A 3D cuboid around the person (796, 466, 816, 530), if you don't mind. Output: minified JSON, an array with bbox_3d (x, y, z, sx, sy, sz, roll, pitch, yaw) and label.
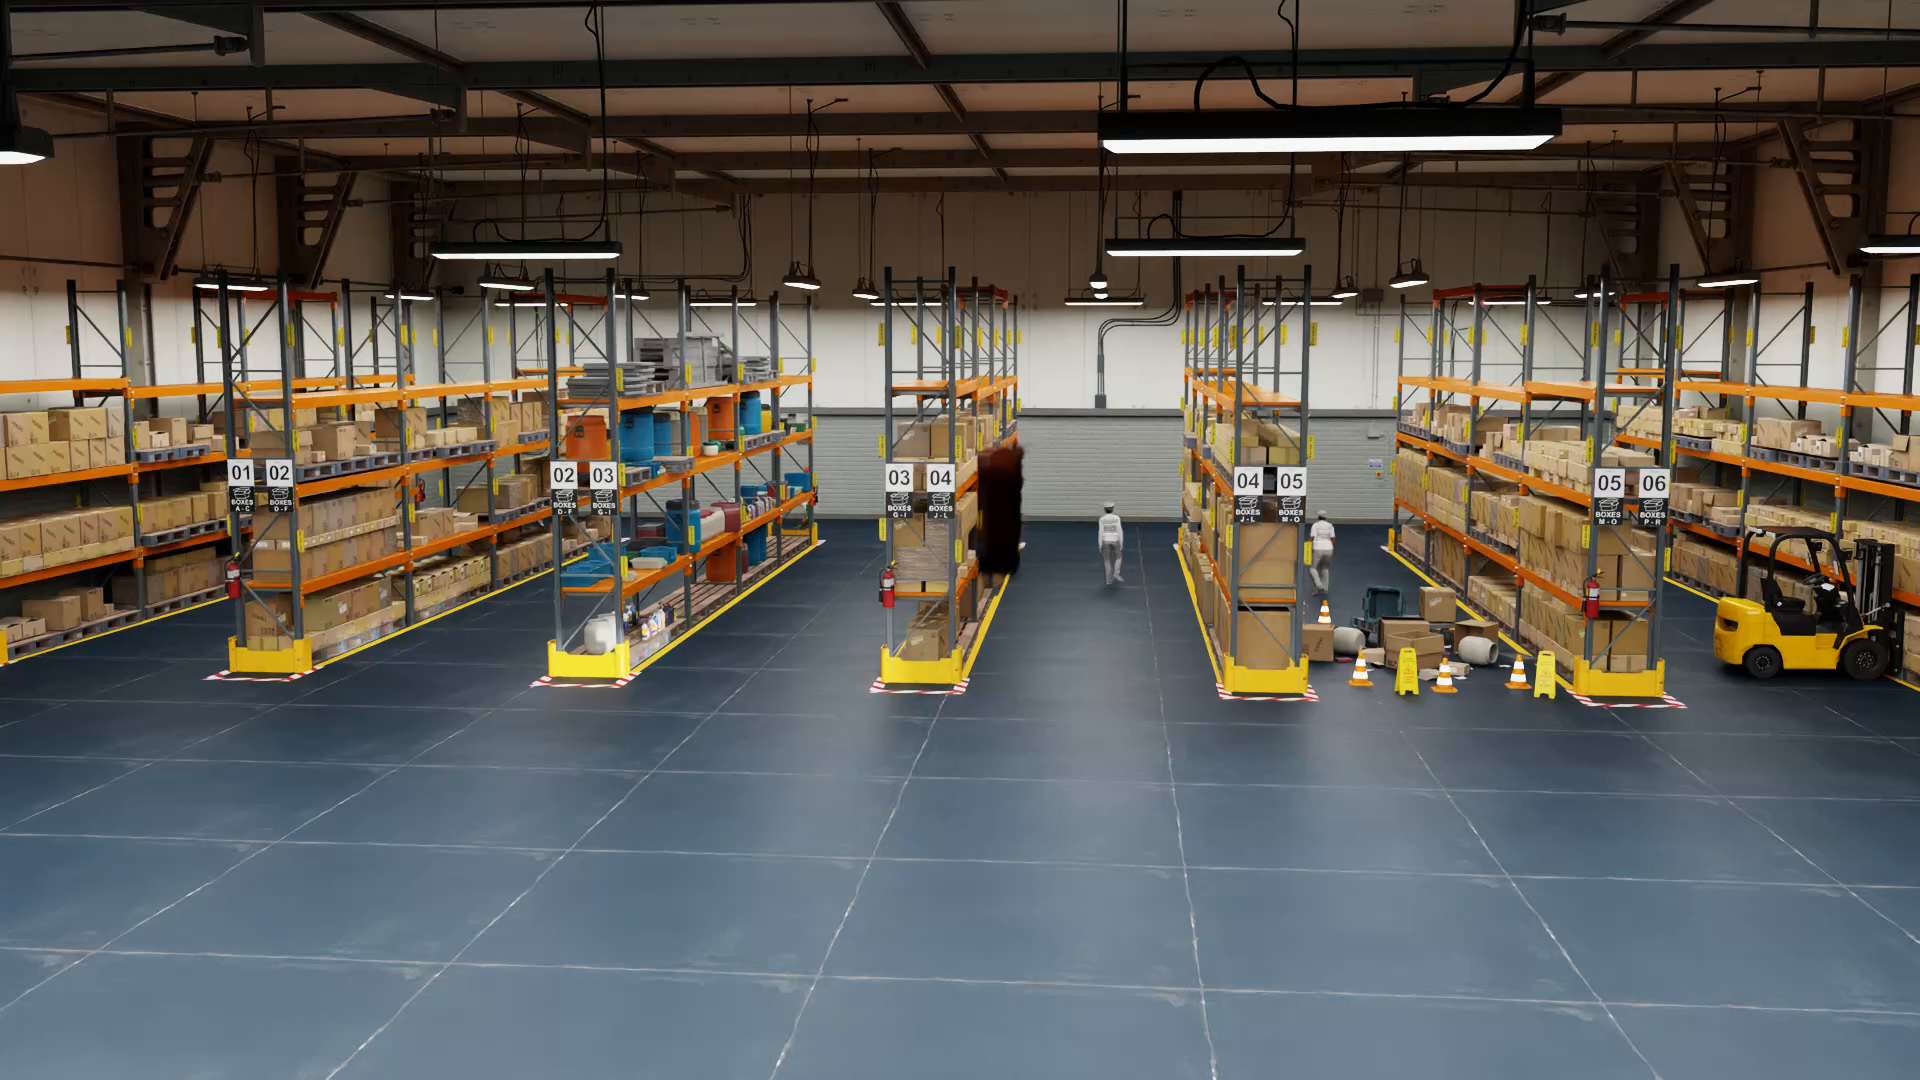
[{"bbox_3d":[-3.845,-0.952,41.591,0.509,1.788,0.574,1,7,5],"label":"person"}]

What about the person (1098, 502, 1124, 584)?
[{"bbox_3d":[3.070,0.076,33.744,0.528,1.674,0.485,0,7,1],"label":"person"}]

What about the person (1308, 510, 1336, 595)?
[{"bbox_3d":[7.094,0.247,32.593,0.541,1.652,0.608,-1,7,-12],"label":"person"}]

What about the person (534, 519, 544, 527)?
[{"bbox_3d":[-11.240,-1.193,44.252,0.452,1.640,0.854,-7,10,-44],"label":"person"}]
